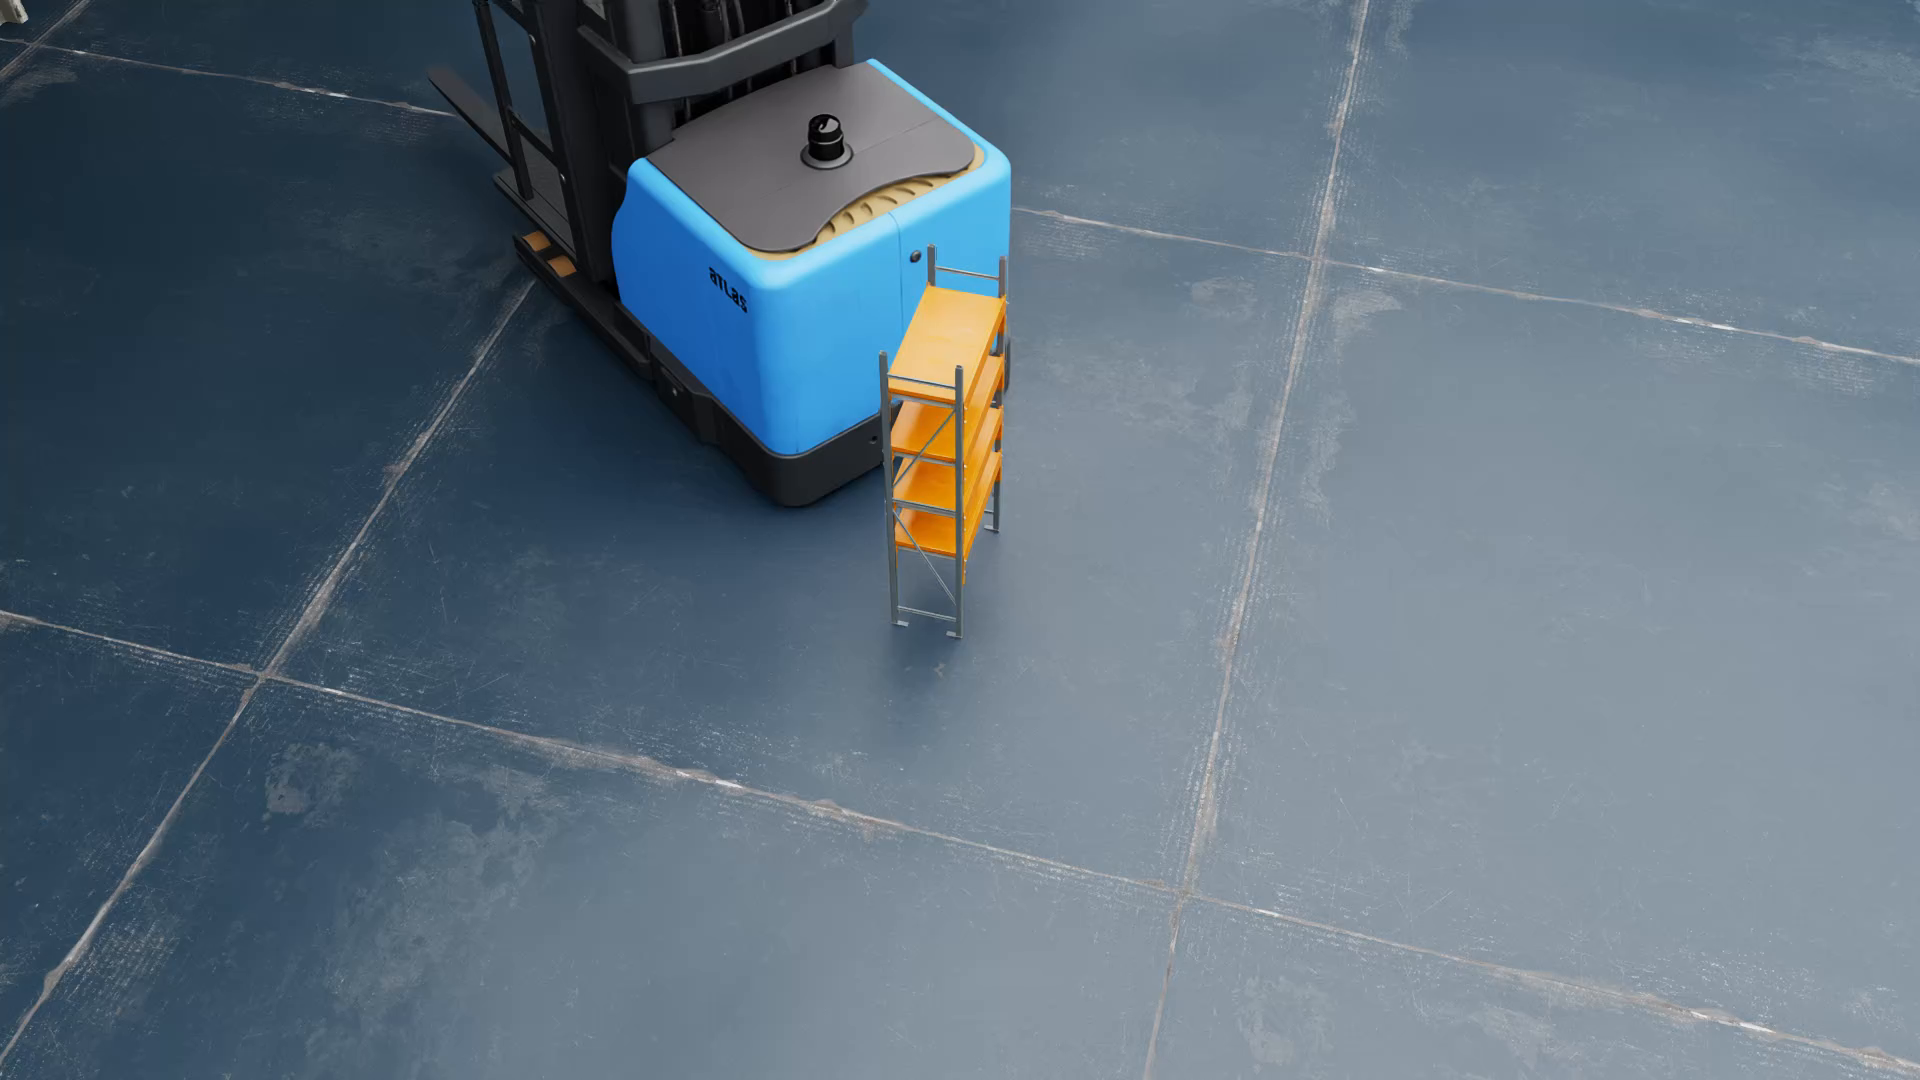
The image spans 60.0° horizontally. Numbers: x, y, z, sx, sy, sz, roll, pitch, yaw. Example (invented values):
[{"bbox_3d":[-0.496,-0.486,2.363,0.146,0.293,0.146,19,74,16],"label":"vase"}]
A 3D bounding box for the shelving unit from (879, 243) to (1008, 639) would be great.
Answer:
[{"bbox_3d":[-0.044,-0.277,5.194,0.258,1.200,0.503,12,50,10],"label":"shelving unit"}]

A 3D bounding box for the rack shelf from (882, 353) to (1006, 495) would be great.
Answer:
[{"bbox_3d":[-0.044,-0.381,5.077,0.258,0.148,0.480,12,50,10],"label":"rack shelf"}]

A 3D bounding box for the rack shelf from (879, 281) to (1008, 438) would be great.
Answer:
[{"bbox_3d":[-0.044,-0.537,4.900,0.258,0.148,0.480,12,50,10],"label":"rack shelf"}]

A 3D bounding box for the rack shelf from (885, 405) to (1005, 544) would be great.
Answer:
[{"bbox_3d":[-0.044,-0.233,5.245,0.258,0.148,0.480,12,50,10],"label":"rack shelf"}]

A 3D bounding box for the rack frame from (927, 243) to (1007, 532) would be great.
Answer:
[{"bbox_3d":[0.021,-0.454,5.350,0.240,1.200,0.015,12,50,10],"label":"rack frame"}]

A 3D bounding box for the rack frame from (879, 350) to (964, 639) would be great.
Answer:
[{"bbox_3d":[-0.108,-0.101,5.039,0.240,1.200,0.015,12,50,10],"label":"rack frame"}]

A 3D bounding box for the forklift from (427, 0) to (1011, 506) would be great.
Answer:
[{"bbox_3d":[-1.126,-2.139,5.683,1.130,2.935,3.031,-31,55,-24],"label":"forklift"}]

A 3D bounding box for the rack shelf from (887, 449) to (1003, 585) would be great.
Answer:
[{"bbox_3d":[-0.044,-0.101,5.394,0.258,0.148,0.480,12,50,10],"label":"rack shelf"}]
